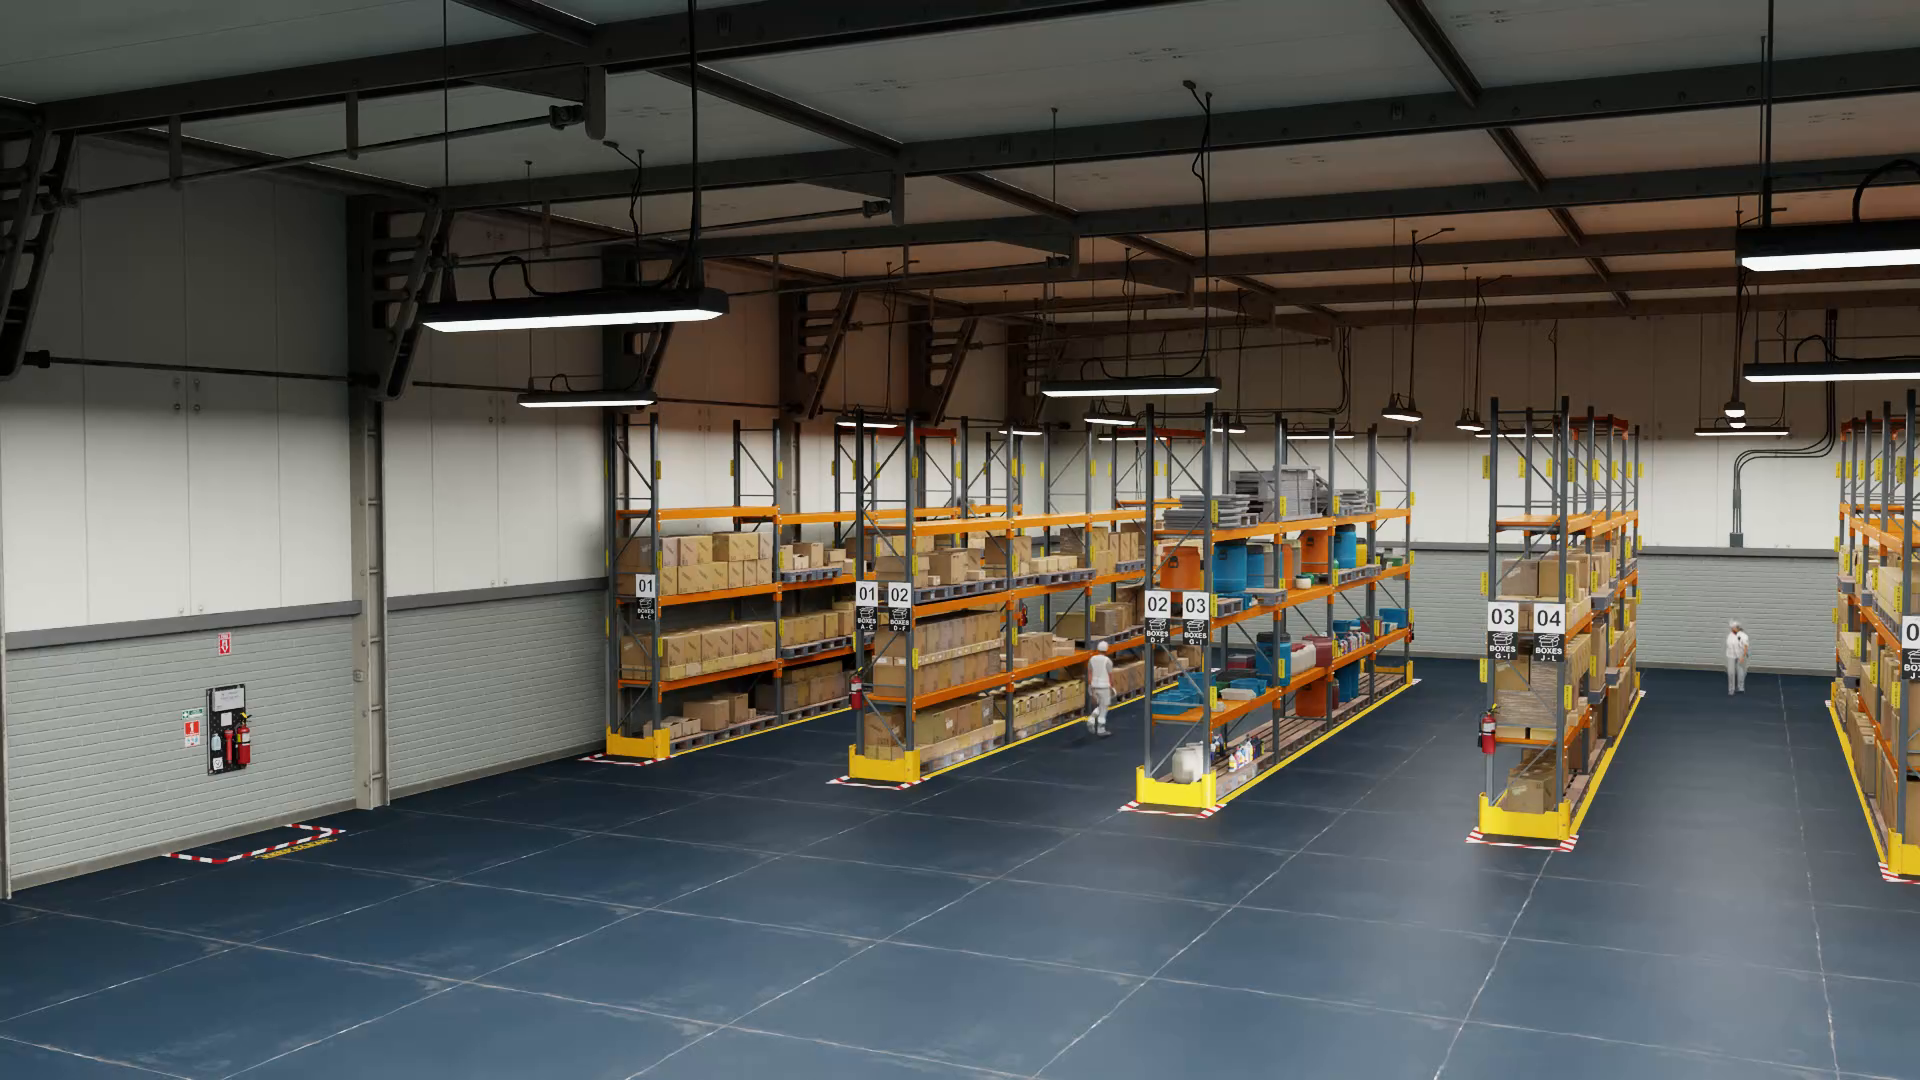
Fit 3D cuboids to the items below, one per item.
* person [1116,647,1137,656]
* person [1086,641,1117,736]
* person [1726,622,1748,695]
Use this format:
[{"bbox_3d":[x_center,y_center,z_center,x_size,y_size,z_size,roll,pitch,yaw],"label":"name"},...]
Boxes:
[{"bbox_3d":[4.095,2.388,42.002,1.050,1.723,0.607,-2,3,-45],"label":"person"},{"bbox_3d":[2.655,2.782,31.148,0.507,1.784,0.516,-1,3,-26],"label":"person"},{"bbox_3d":[17.334,2.631,37.094,0.452,1.615,0.988,1,3,24],"label":"person"}]
